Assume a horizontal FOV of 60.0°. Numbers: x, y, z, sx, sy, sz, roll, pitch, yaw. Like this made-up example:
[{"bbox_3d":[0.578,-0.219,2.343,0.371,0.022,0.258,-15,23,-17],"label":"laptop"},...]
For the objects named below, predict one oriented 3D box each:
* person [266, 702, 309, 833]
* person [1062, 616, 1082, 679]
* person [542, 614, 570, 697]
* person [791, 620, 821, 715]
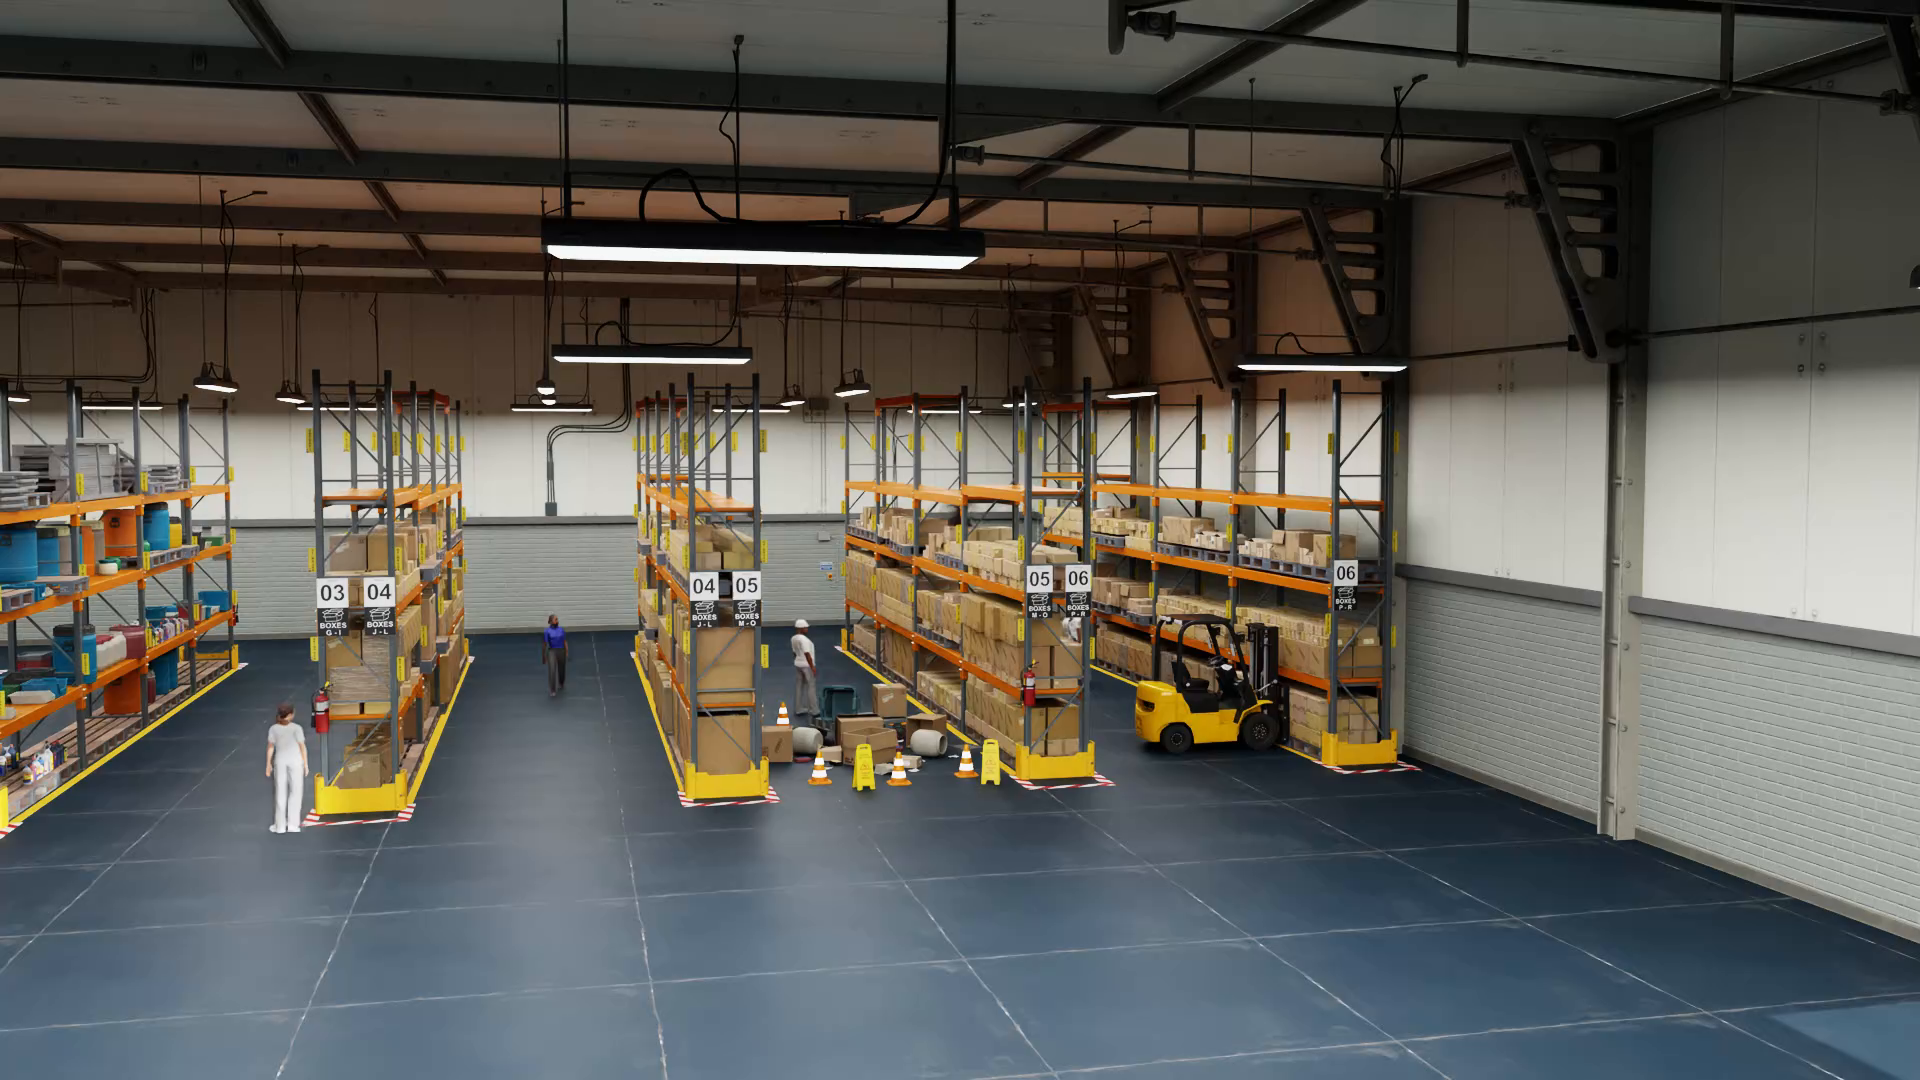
[{"bbox_3d":[-8.670,2.937,21.403,0.532,1.708,0.373,0,3,-3],"label":"person"},{"bbox_3d":[2.304,2.138,35.162,0.606,1.675,0.498,-1,3,-14],"label":"person"},{"bbox_3d":[-8.058,2.331,33.150,0.529,1.498,0.917,-1,3,-17],"label":"person"},{"bbox_3d":[-2.832,2.344,30.683,0.507,1.760,0.644,-3,4,-42],"label":"person"}]
